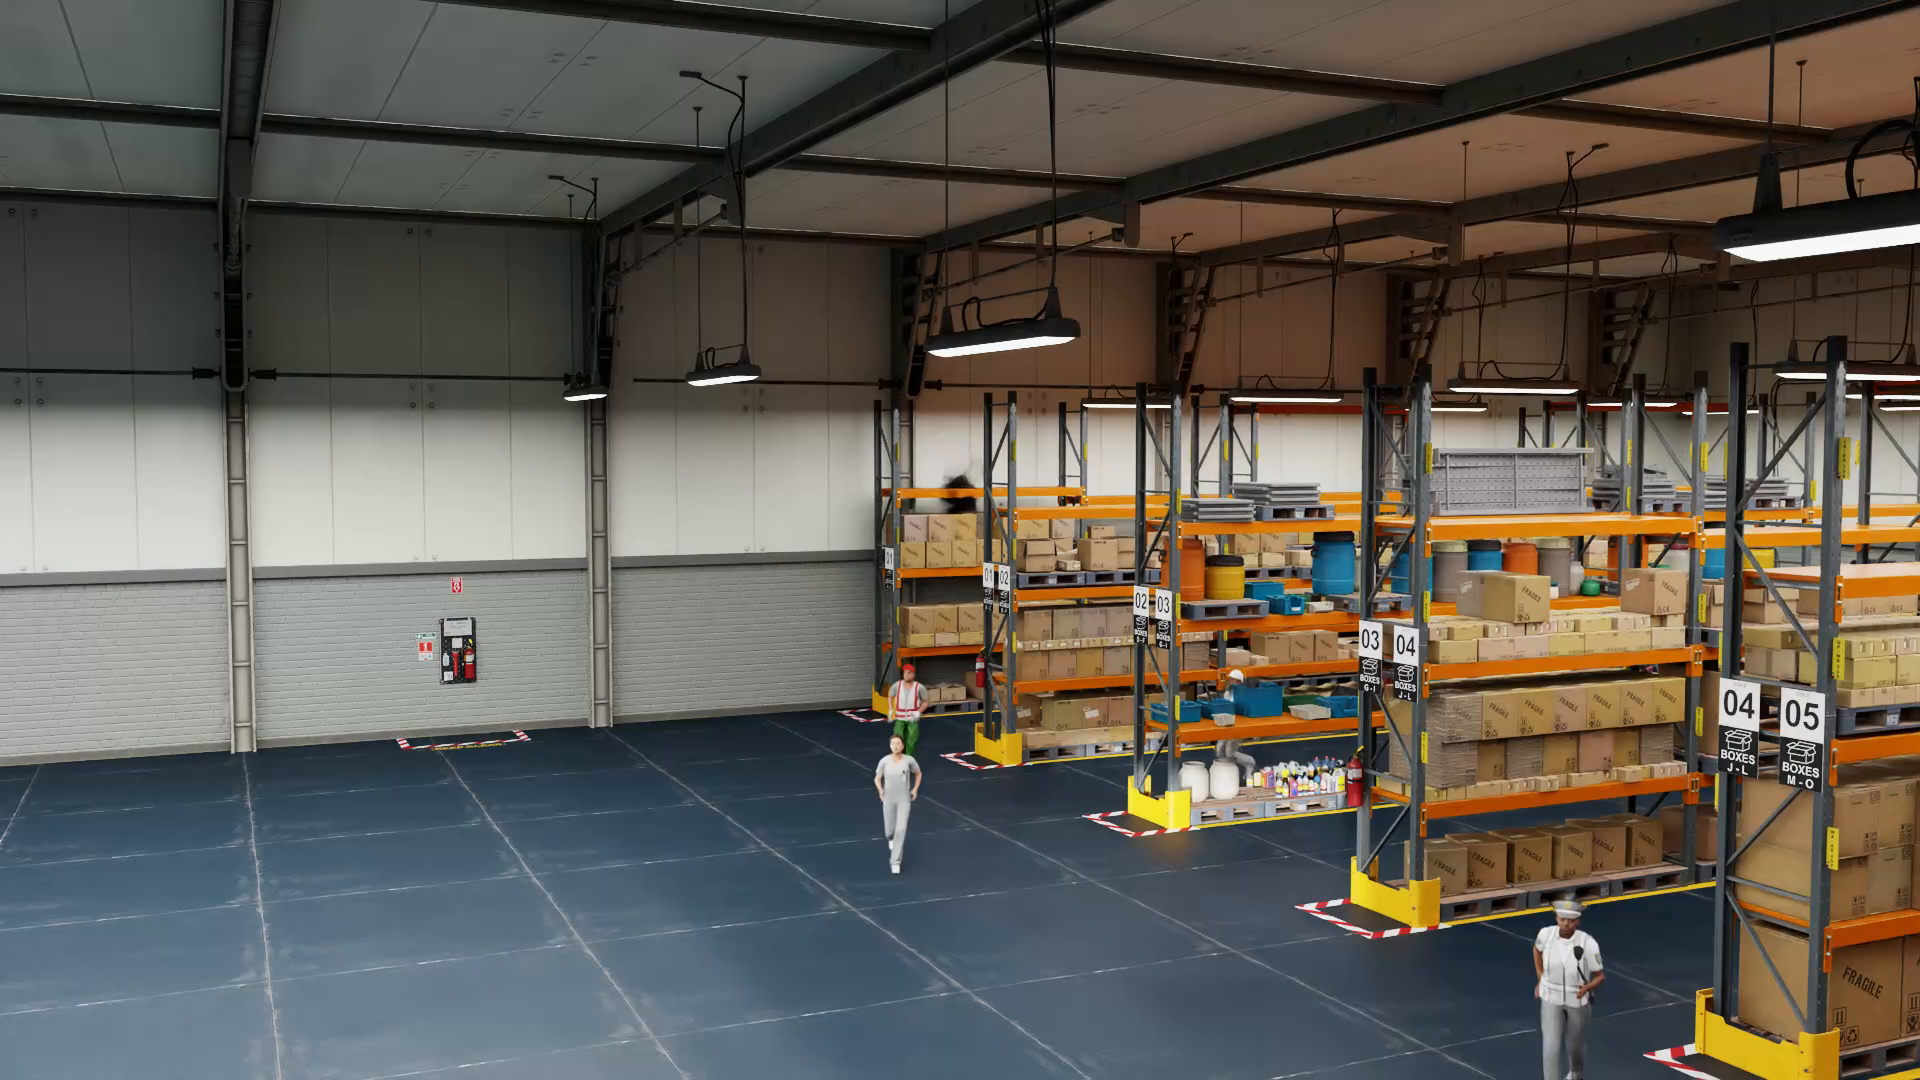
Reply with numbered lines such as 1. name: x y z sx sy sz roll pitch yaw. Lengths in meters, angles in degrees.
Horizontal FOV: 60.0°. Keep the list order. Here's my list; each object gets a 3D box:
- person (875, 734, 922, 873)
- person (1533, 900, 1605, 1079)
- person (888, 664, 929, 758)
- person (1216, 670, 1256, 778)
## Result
1. person: -0.751 3.177 20.271 0.580 1.632 0.791 0 3 0
2. person: 4.695 3.579 12.852 0.535 1.708 0.903 1 4 23
3. person: -0.812 2.796 25.884 0.660 1.753 0.561 0 3 6
4. person: 4.172 2.831 25.274 0.614 1.722 0.659 -2 4 -29
